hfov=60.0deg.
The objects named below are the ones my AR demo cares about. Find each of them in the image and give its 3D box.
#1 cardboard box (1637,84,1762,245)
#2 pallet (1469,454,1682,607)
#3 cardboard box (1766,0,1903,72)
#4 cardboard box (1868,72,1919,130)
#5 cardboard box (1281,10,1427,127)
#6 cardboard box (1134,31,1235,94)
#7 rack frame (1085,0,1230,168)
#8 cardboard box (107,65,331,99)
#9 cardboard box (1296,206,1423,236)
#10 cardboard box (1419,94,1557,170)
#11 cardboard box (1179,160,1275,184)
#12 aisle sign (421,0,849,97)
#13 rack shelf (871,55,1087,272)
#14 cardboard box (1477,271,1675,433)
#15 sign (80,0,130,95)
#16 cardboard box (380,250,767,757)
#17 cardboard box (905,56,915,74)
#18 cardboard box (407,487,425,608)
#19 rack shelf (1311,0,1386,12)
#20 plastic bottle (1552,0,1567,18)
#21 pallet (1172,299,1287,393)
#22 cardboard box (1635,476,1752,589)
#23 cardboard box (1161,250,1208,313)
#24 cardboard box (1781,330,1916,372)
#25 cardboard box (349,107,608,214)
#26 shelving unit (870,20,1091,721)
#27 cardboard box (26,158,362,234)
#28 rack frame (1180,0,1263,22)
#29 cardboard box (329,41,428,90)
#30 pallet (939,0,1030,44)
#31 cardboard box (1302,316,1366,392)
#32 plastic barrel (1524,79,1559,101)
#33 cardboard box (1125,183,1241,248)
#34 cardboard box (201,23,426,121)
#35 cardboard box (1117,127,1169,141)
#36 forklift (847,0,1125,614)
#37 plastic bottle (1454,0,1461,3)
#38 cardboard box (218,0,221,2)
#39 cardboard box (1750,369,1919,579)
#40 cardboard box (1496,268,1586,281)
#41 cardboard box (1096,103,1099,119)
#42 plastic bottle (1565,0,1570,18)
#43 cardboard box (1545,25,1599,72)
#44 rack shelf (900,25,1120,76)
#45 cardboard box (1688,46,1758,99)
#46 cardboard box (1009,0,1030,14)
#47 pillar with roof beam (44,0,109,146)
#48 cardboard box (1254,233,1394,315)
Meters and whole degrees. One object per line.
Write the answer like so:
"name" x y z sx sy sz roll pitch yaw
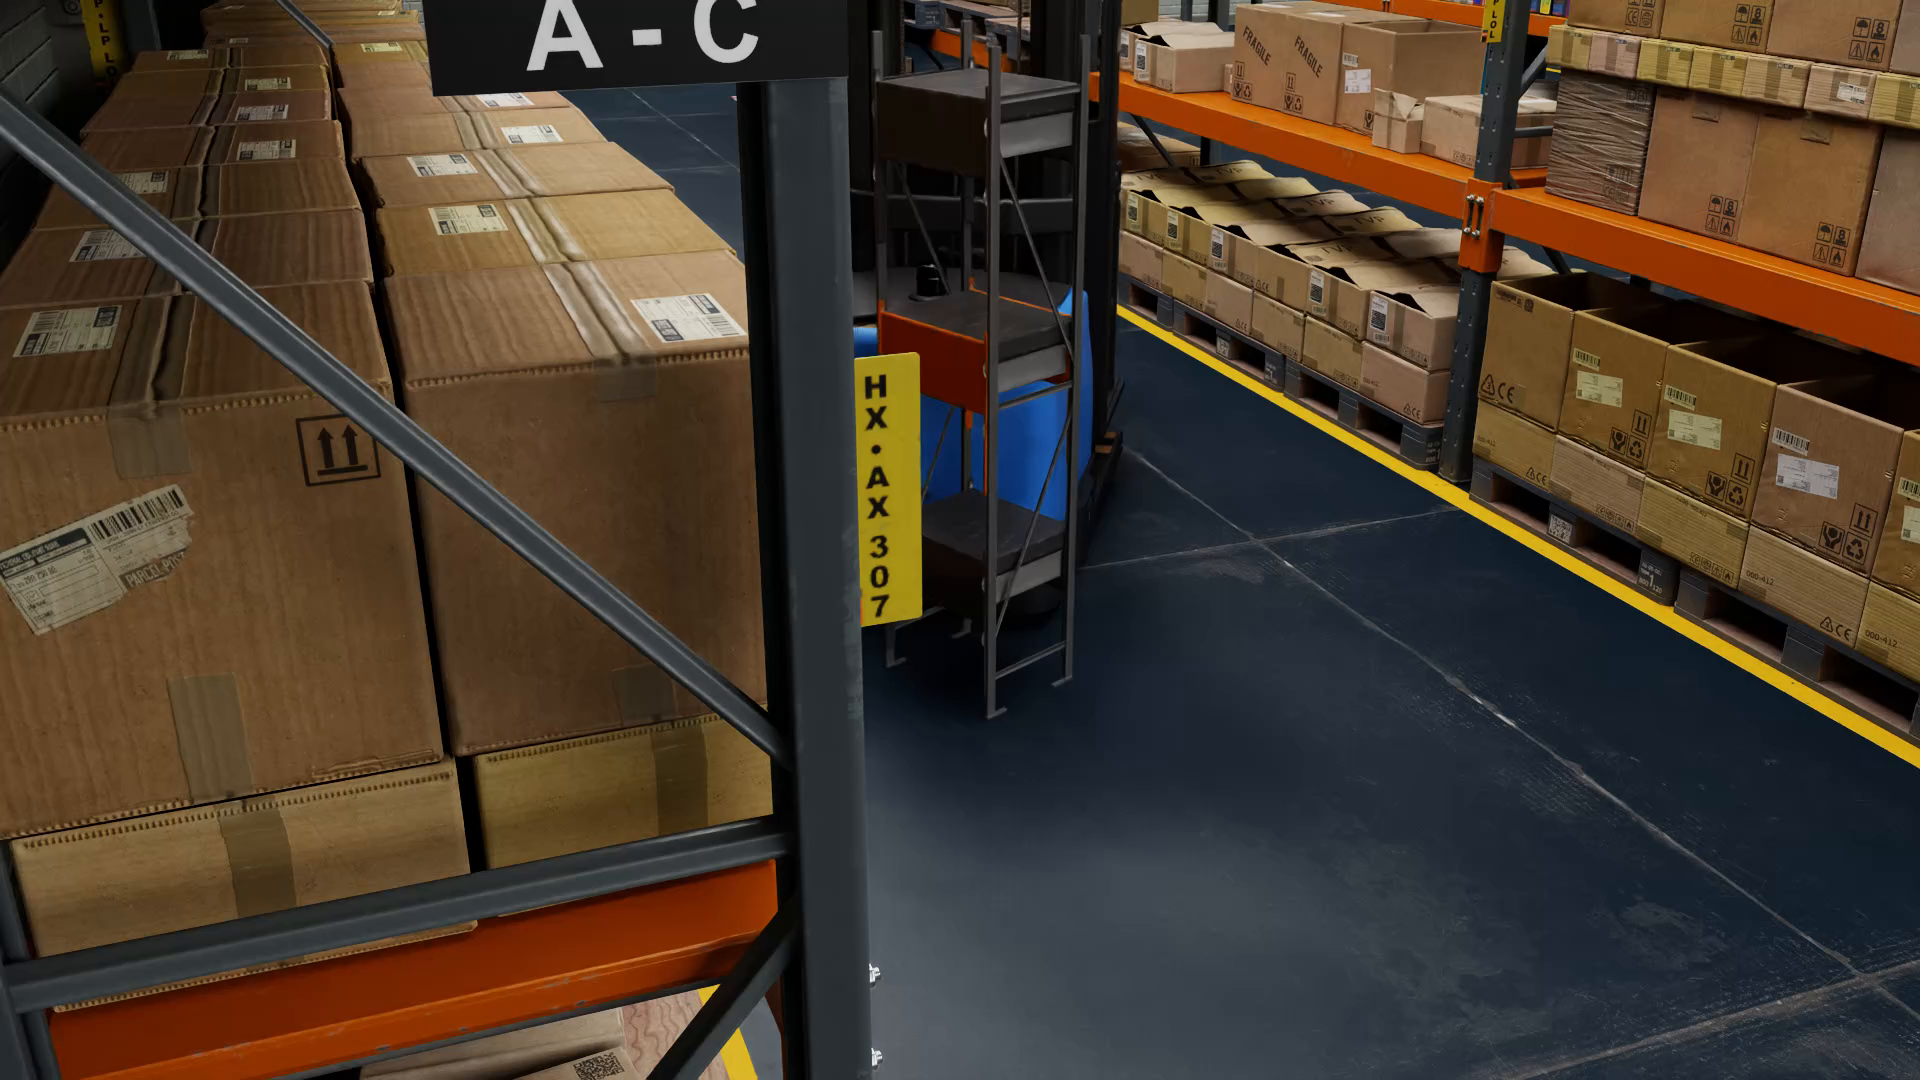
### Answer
"cardboard box" 2.975 -1.408 6.100 0.700 0.500 0.500 -9 24 -20
"pallet" 2.862 -0.134 6.795 1.003 0.211 1.213 -8 24 -19
"cardboard box" 3.139 -1.831 5.434 0.700 0.500 0.500 -8 24 -19
"cardboard box" 3.084 -1.372 5.179 0.380 0.149 0.250 -9 24 -19
"cardboard box" 2.001 -2.414 8.487 0.500 0.500 0.500 -8 24 -19
"cardboard box" 1.342 -2.774 9.584 0.500 0.311 0.500 -9 24 -20
"rack frame" 1.207 -3.167 10.401 1.000 3.000 0.127 -8 24 -19
"cardboard box" -1.863 -0.930 4.296 0.500 0.500 0.500 -8 24 -19
"cardboard box" 2.163 -1.641 9.059 0.500 0.311 0.500 -8 24 -18
"cardboard box" 2.405 -1.817 7.392 0.500 0.250 0.500 -7 24 -16
"cardboard box" 1.622 -2.195 10.373 0.500 0.311 0.500 -8 24 -18
"aisle sign" -0.294 -0.792 1.420 0.394 0.787 0.004 -8 24 -19
"rack shelf" 0.057 -1.134 4.955 0.431 0.518 0.480 -21 32 -39
"cardboard box" 2.491 -0.774 6.758 0.500 0.500 0.500 -8 24 -19
"sign" -2.531 -1.488 4.929 0.100 0.325 0.005 -8 24 -19
"cardboard box" -0.487 -0.079 2.278 0.500 0.500 0.500 -8 24 -19
"cardboard box" -0.875 -4.354 15.867 0.797 0.503 0.637 -8 24 -19
"cardboard box" -0.672 0.073 2.881 0.500 0.250 0.500 -9 25 -21
"rack shelf" 3.723 -5.694 17.323 1.077 0.370 4.000 -8 24 -19
"plastic bottle" 4.879 -4.390 13.366 0.144 0.351 0.185 -8 24 -19
"pallet" 1.888 -1.135 9.170 1.003 0.211 1.213 -8 24 -19
"cardboard box" 2.844 -0.065 6.042 0.500 0.250 0.500 -8 24 -19
"cardboard box" 1.485 -1.492 9.427 0.500 0.250 0.500 -9 24 -20
"cardboard box" 3.334 -0.482 6.067 0.500 0.500 0.500 -8 24 -19
"cardboard box" -1.023 -0.635 3.596 0.500 0.500 0.500 -8 24 -17
"shelving unit" 0.058 -0.506 5.232 0.431 2.100 0.503 -21 32 -39
"cardboard box" -1.321 -0.378 2.987 0.500 0.500 0.500 -9 24 -20
"rack frame" 3.016 -6.752 18.907 1.000 3.000 0.127 -8 24 -19
"cardboard box" -1.557 -1.189 4.910 0.500 0.500 0.500 -8 24 -19
"pallet" 0.516 -3.784 12.114 1.003 0.211 1.213 -8 24 -19
"cardboard box" 2.025 -0.935 8.105 0.500 0.250 0.500 -9 24 -20
"plastic barrel" 4.971 -3.671 14.260 0.421 0.512 0.421 0 23 0
"cardboard box" 1.311 -1.931 9.748 0.500 0.311 0.500 -9 24 -20
"cardboard box" -2.161 -1.471 5.682 0.700 0.500 0.500 -8 24 -19
"cardboard box" 1.123 -2.612 11.736 0.500 0.500 0.500 -9 25 -21
"forklift" 0.127 -1.629 6.840 1.130 2.935 3.031 5 23 11
"plastic bottle" 4.381 -4.840 14.536 0.097 0.271 0.097 0 23 0
"cardboard box" -2.790 -2.115 7.212 0.700 0.500 0.500 -8 24 -19
"cardboard box" 3.023 -0.229 5.466 0.500 0.500 0.500 -8 24 -19
"cardboard box" 2.707 -1.083 7.734 0.500 0.311 0.500 -8 24 -19
"cardboard box" 0.633 -2.891 11.433 0.500 0.250 0.500 -7 24 -17
"plastic bottle" 4.896 -4.295 13.228 0.061 0.283 0.133 -8 24 -19
"cardboard box" 2.534 -1.934 6.513 0.380 0.149 0.250 -8 24 -19
"rack shelf" 0.500 -3.562 12.265 1.077 0.370 4.000 -8 24 -19
"cardboard box" 2.809 -1.654 5.849 0.380 0.149 0.250 -9 24 -19
"cardboard box" 0.734 -3.978 11.657 0.700 0.500 0.500 -4 23 -9
"pillar with roof beam" 0.251 -5.250 7.619 9.100 9.000 0.400 -8 24 -19
"cardboard box" 1.845 -1.376 8.430 0.500 0.311 0.500 -8 24 -19
